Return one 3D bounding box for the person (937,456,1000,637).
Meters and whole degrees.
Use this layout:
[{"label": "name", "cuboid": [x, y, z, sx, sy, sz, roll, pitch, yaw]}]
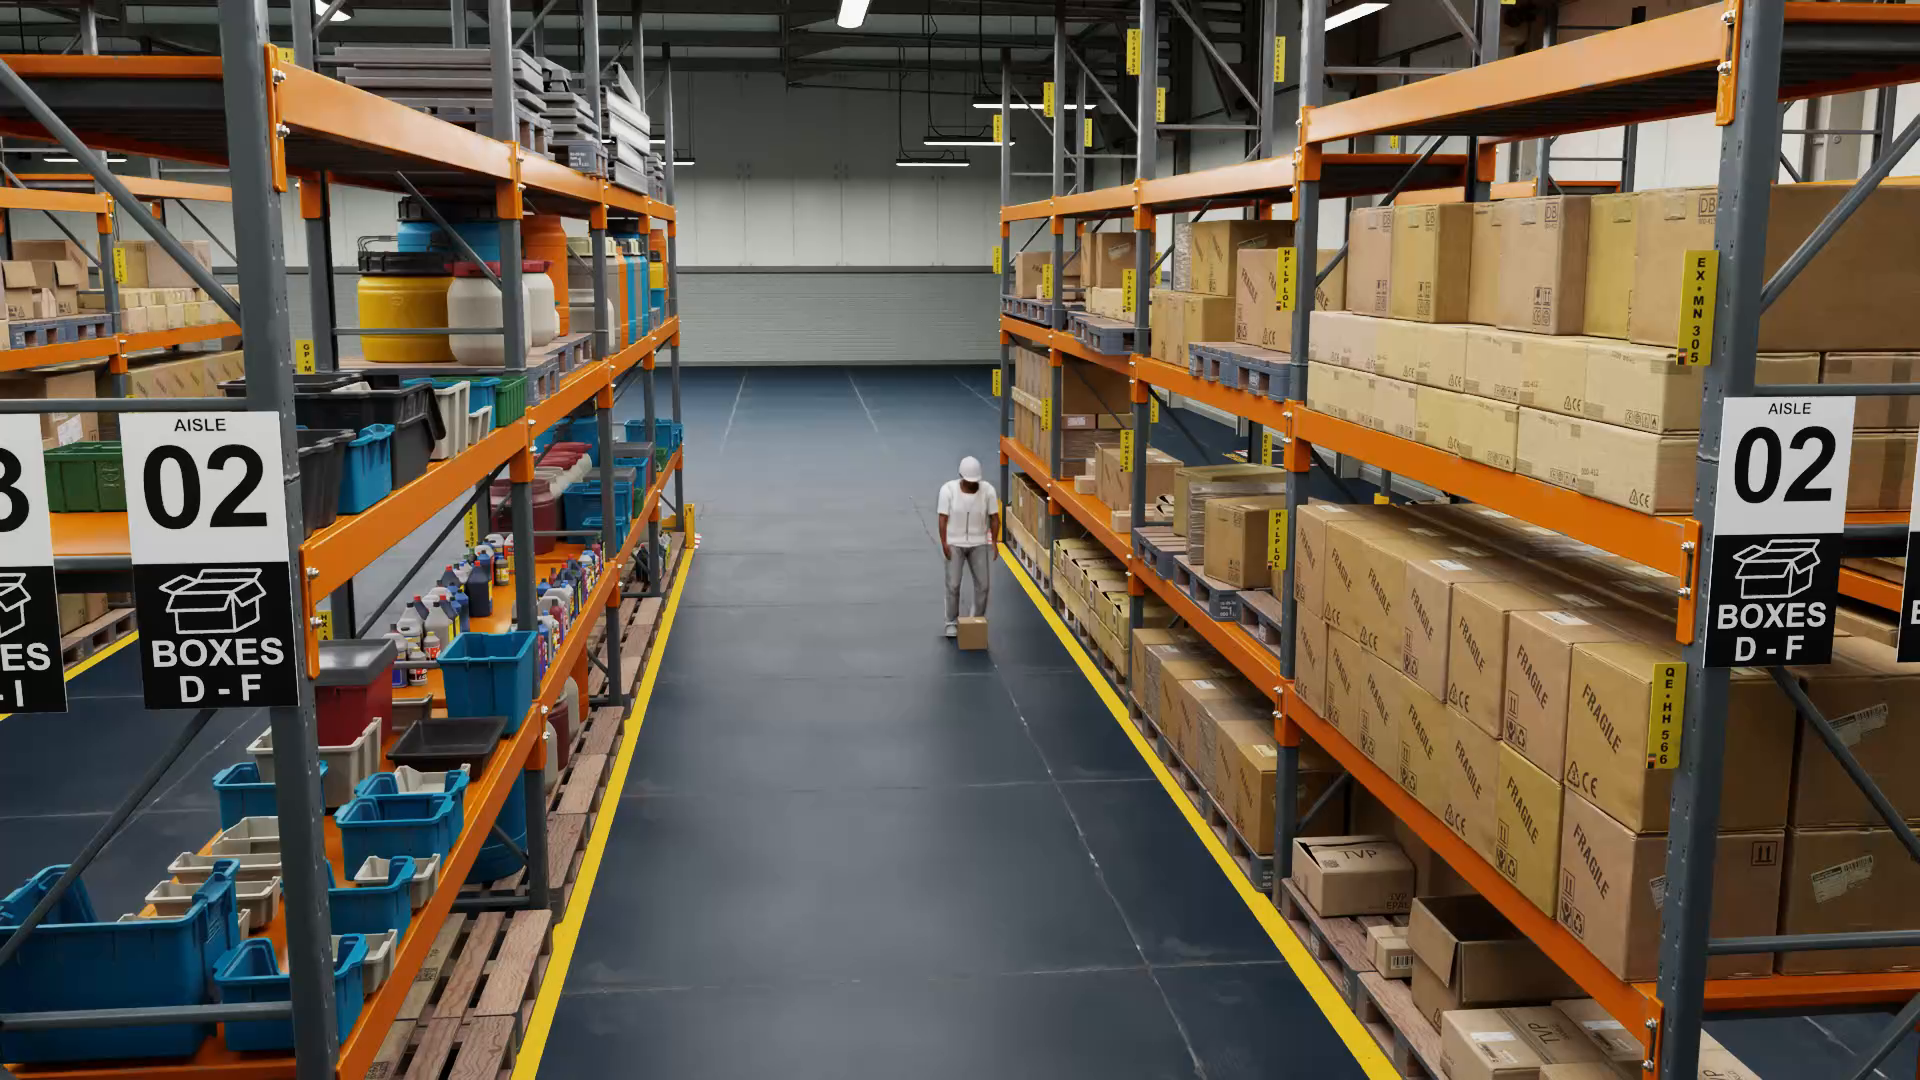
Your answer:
[{"label": "person", "cuboid": [0.085, 0.056, 15.661, 0.591, 1.717, 0.453, -1, 10, -6]}]
